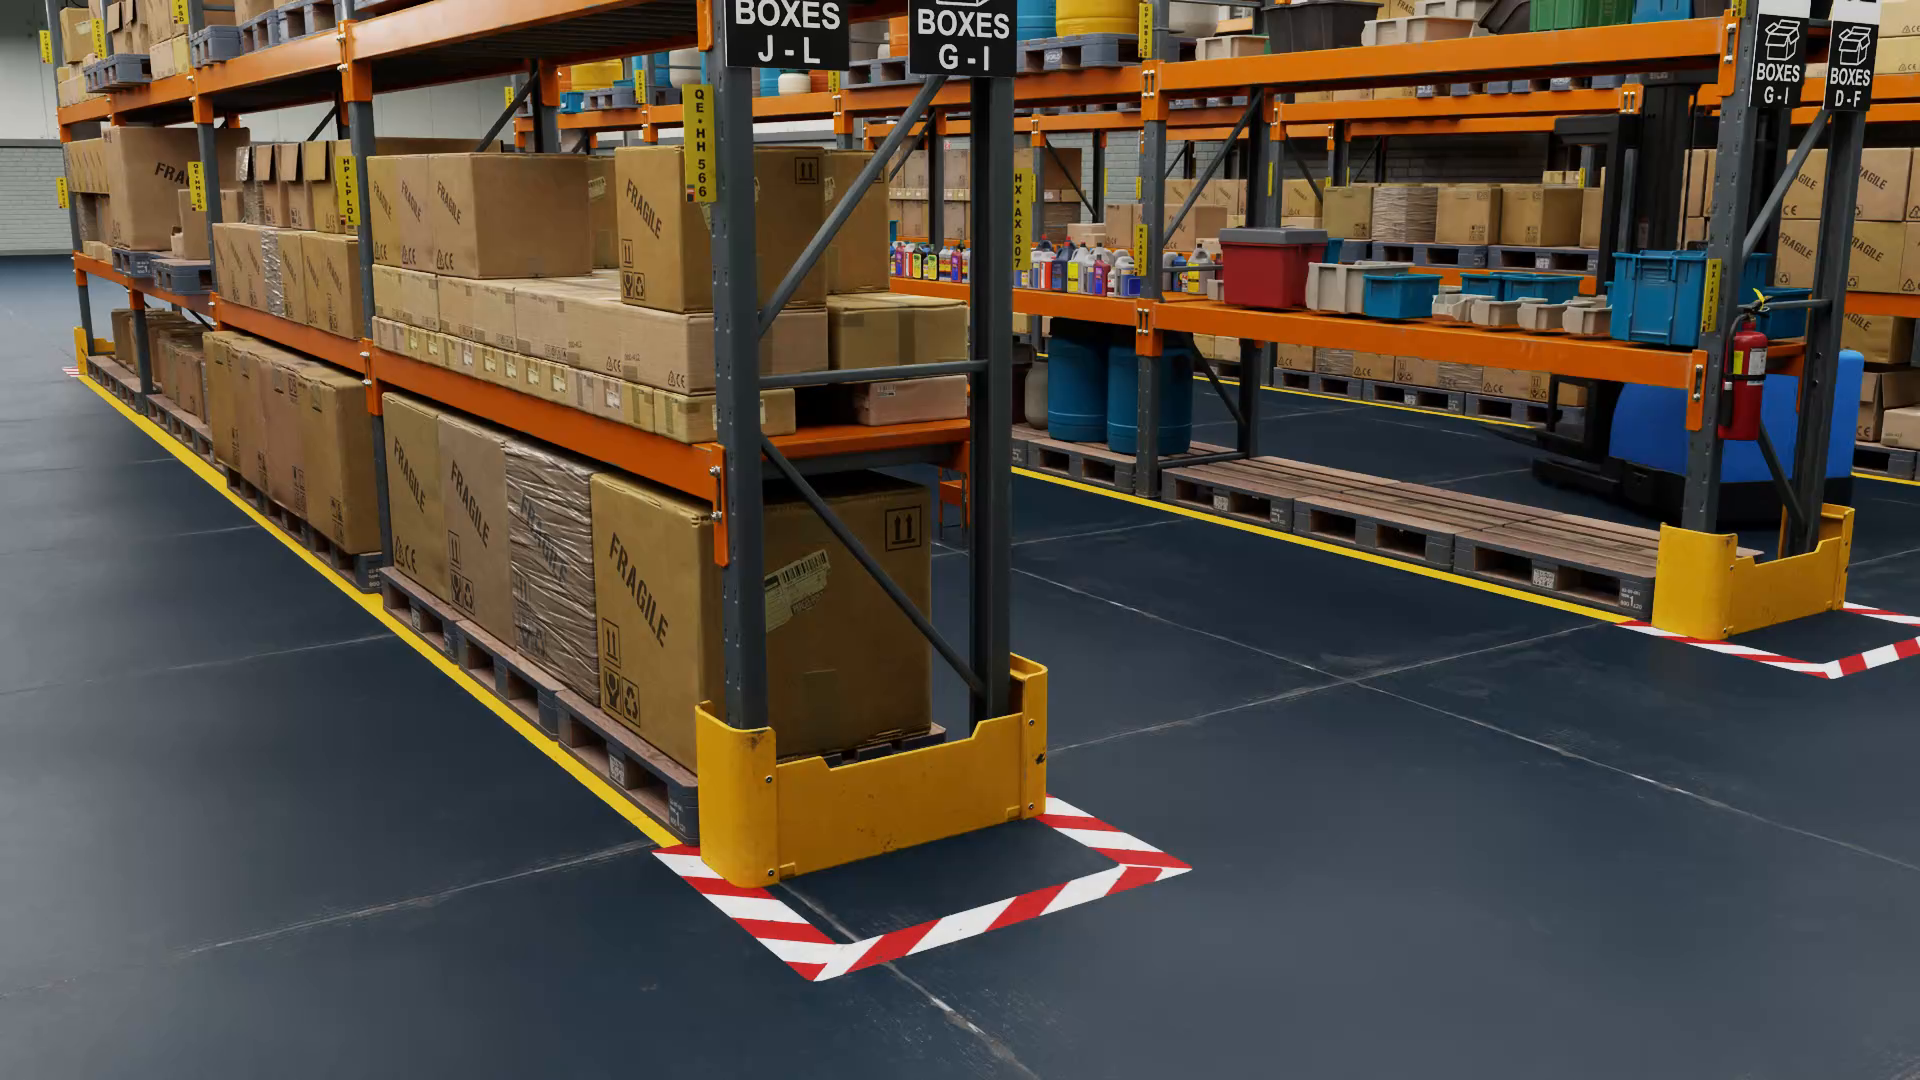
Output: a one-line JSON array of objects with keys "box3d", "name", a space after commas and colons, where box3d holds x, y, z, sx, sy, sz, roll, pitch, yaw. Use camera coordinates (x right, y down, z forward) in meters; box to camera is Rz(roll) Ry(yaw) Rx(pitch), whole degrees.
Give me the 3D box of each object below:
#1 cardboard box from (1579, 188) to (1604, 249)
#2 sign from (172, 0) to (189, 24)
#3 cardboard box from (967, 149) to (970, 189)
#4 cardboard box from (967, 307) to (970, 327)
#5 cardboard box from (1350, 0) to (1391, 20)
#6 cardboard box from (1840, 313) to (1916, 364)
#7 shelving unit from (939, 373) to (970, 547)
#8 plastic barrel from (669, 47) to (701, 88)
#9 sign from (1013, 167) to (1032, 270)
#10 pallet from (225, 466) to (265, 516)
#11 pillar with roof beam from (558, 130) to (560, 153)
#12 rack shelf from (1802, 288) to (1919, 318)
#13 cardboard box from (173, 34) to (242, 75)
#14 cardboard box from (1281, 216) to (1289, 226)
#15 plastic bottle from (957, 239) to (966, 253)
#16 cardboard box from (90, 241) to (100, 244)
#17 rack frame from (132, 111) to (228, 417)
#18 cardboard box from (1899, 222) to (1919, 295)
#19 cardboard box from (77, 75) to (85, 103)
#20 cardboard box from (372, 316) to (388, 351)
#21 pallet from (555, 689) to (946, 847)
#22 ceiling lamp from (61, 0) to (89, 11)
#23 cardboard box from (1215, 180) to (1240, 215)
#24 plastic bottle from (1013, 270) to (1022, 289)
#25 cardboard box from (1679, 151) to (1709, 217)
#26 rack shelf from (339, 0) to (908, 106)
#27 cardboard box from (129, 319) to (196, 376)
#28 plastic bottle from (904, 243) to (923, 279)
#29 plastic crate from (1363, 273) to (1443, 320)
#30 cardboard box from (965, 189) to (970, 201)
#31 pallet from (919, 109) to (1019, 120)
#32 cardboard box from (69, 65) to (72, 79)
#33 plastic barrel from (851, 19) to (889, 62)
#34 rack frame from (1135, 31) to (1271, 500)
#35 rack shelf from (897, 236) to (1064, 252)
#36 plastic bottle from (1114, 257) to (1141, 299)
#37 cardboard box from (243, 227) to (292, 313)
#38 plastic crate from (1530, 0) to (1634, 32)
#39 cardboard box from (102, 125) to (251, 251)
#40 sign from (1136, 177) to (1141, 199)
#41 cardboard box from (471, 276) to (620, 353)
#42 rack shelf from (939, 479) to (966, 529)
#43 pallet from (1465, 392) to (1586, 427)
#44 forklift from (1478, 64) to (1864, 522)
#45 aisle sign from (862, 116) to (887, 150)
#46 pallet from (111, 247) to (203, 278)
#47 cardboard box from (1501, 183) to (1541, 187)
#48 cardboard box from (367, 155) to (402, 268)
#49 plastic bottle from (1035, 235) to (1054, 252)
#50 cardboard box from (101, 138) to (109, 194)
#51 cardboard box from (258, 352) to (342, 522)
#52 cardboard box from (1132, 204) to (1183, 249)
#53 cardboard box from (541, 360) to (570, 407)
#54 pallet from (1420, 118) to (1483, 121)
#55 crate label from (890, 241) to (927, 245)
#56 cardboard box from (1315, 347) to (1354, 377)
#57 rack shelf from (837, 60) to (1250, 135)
[{"box3d": [5.679, -2.756, 14.225, 0.500, 0.500, 0.700, 9, 15, 36], "name": "cardboard box"}, {"box3d": [-5.163, -3.585, 11.001, 0.100, 0.325, 0.005, -8, 15, -33], "name": "sign"}, {"box3d": [0.513, -4.754, 21.307, 0.700, 0.500, 0.500, -8, 15, -33], "name": "cardboard box"}, {"box3d": [0.325, -2.910, 21.599, 0.500, 0.250, 0.500, -8, 15, -33], "name": "cardboard box"}, {"box3d": [4.058, -4.936, 15.817, 0.500, 0.500, 0.500, -8, 15, -33], "name": "cardboard box"}, {"box3d": [9.408, -2.233, 17.102, 0.750, 0.750, 0.750, -8, 15, -32], "name": "cardboard box"}, {"box3d": [0.030, -0.503, 9.706, 0.215, 1.050, 0.252, -8, 15, -33], "name": "shelving unit"}, {"box3d": [-2.878, -5.053, 17.682, 0.421, 0.512, 0.421, 0, 12, 0], "name": "plastic barrel"}, {"box3d": [0.187, -1.034, 5.357, 0.100, 0.325, 0.005, -8, 15, -33], "name": "sign"}, {"box3d": [-4.336, -0.419, 11.285, 1.003, 0.211, 1.213, -8, 15, -33], "name": "pallet"}, {"box3d": [-15.869, -12.847, 47.544, 9.100, 9.000, 0.548, -8, 15, -33], "name": "pillar with roof beam"}, {"box3d": [6.863, -1.684, 12.225, 1.077, 0.370, 4.000, -8, 15, -33], "name": "rack shelf"}, {"box3d": [-5.178, -3.378, 11.618, 0.500, 0.250, 0.500, -8, 15, -33], "name": "cardboard box"}, {"box3d": [4.660, -4.475, 23.610, 0.500, 0.250, 0.500, -8, 15, -33], "name": "cardboard box"}, {"box3d": [-0.008, -2.438, 14.264, 0.061, 0.283, 0.133, -8, 15, -33], "name": "plastic bottle"}, {"box3d": [-8.779, -3.017, 17.224, 0.380, 0.149, 0.250, -8, 15, -33], "name": "cardboard box"}, {"box3d": [-6.927, -2.642, 14.922, 1.000, 3.000, 0.127, -8, 15, -33], "name": "rack frame"}, {"box3d": [6.934, -1.957, 11.557, 0.500, 0.500, 0.500, -8, 15, -32], "name": "cardboard box"}, {"box3d": [-8.236, -4.358, 16.097, 0.500, 0.250, 0.500, -8, 14, -31], "name": "cardboard box"}, {"box3d": [-2.607, -1.005, 8.022, 0.380, 0.149, 0.250, -8, 15, -33], "name": "cardboard box"}, {"box3d": [-0.786, 0.722, 6.069, 1.003, 0.211, 1.213, -8, 15, -33], "name": "pallet"}, {"box3d": [-20.385, -14.065, 39.450, 2.000, 3.185, 0.800, -8, 15, -33], "name": "ceiling lamp"}, {"box3d": [4.085, -5.023, 24.357, 0.500, 0.500, 0.500, -8, 14, -31], "name": "cardboard box"}, {"box3d": [0.457, -1.997, 12.261, 0.152, 0.276, 0.135, -8, 15, -33], "name": "plastic bottle"}, {"box3d": [5.782, -2.811, 13.122, 0.500, 0.500, 0.500, -8, 14, -31], "name": "cardboard box"}, {"box3d": [-1.386, -1.977, 6.546, 1.077, 0.370, 4.000, -8, 15, -33], "name": "rack shelf"}, {"box3d": [-7.848, -1.904, 16.415, 0.500, 0.500, 0.500, -10, 16, -38], "name": "cardboard box"}, {"box3d": [-0.360, -2.259, 13.460, 0.152, 0.276, 0.135, -8, 15, -33], "name": "plastic bottle"}, {"box3d": [2.494, -1.377, 9.386, 0.416, 0.233, 0.300, -8, 15, -33], "name": "plastic crate"}, {"box3d": [0.291, -4.429, 21.339, 0.380, 0.149, 0.250, -8, 14, -31], "name": "cardboard box"}, {"box3d": [0.156, -5.601, 21.641, 1.003, 0.211, 1.213, -8, 15, -33], "name": "pallet"}, {"box3d": [-8.785, -4.719, 16.817, 0.380, 0.149, 0.250, -7, 14, -31], "name": "cardboard box"}, {"box3d": [-0.861, -4.399, 14.761, 0.600, 0.901, 0.600, 0, 12, 0], "name": "plastic barrel"}, {"box3d": [1.629, -1.805, 11.097, 1.000, 3.000, 0.127, -8, 15, -33], "name": "rack frame"}, {"box3d": [0.214, -3.818, 21.984, 1.077, 0.370, 4.000, -8, 15, -33], "name": "rack shelf"}, {"box3d": [1.142, -1.777, 11.255, 0.152, 0.276, 0.135, -8, 15, -33], "name": "plastic bottle"}, {"box3d": [-4.093, -1.679, 10.283, 0.500, 0.500, 0.500, -8, 15, -34], "name": "cardboard box"}, {"box3d": [3.061, -2.598, 8.193, 0.450, 0.188, 0.336, -8, 15, -33], "name": "plastic crate"}, {"box3d": [-6.603, -2.982, 14.091, 1.000, 1.000, 1.000, -8, 15, -32], "name": "cardboard box"}, {"box3d": [2.776, -5.471, 25.832, 0.100, 0.325, 0.005, -8, 15, -33], "name": "sign"}, {"box3d": [-1.622, -0.908, 6.645, 0.500, 0.250, 0.500, -8, 15, -33], "name": "cardboard box"}, {"box3d": [0.030, -0.222, 9.768, 0.215, 0.259, 0.240, -8, 15, -33], "name": "rack shelf"}, {"box3d": [5.273, -1.169, 14.714, 1.003, 0.211, 1.213, -8, 15, -33], "name": "pallet"}, {"box3d": [4.674, -1.806, 11.258, 1.130, 2.935, 3.031, -3, 13, -12], "name": "forklift"}, {"box3d": [-1.185, -5.771, 23.144, 0.394, 0.787, 0.004, -8, 15, -33], "name": "aisle sign"}, {"box3d": [-6.624, -2.395, 14.242, 1.003, 0.211, 1.213, -8, 15, -33], "name": "pallet"}, {"box3d": [7.059, -4.132, 20.471, 0.700, 0.500, 0.500, -10, 16, -38], "name": "cardboard box"}, {"box3d": [-2.442, -1.542, 7.792, 0.500, 0.500, 0.500, -8, 15, -33], "name": "cardboard box"}, {"box3d": [0.679, -2.235, 13.175, 0.144, 0.351, 0.185, -8, 15, -33], "name": "plastic bottle"}, {"box3d": [-7.405, -3.372, 14.990, 0.500, 0.500, 0.500, -8, 15, -33], "name": "cardboard box"}, {"box3d": [-3.361, -0.657, 9.834, 1.225, 0.875, 0.875, -9, 15, -35], "name": "cardboard box"}, {"box3d": [2.304, -3.541, 18.801, 0.500, 0.500, 0.500, -8, 15, -33], "name": "cardboard box"}, {"box3d": [-1.316, -0.591, 6.131, 0.380, 0.149, 0.250, -8, 15, -34], "name": "cardboard box"}, {"box3d": [6.275, -5.468, 21.263, 1.213, 0.211, 1.003, -8, 15, -33], "name": "pallet"}, {"box3d": [-0.508, -2.554, 14.913, 0.303, 0.233, 0.416, -8, 15, -33], "name": "crate label"}, {"box3d": [3.848, -1.889, 16.300, 0.500, 0.500, 0.500, -9, 15, -35], "name": "cardboard box"}, {"box3d": [0.521, -3.275, 12.480, 1.077, 0.370, 4.000, -8, 15, -33], "name": "rack shelf"}]
